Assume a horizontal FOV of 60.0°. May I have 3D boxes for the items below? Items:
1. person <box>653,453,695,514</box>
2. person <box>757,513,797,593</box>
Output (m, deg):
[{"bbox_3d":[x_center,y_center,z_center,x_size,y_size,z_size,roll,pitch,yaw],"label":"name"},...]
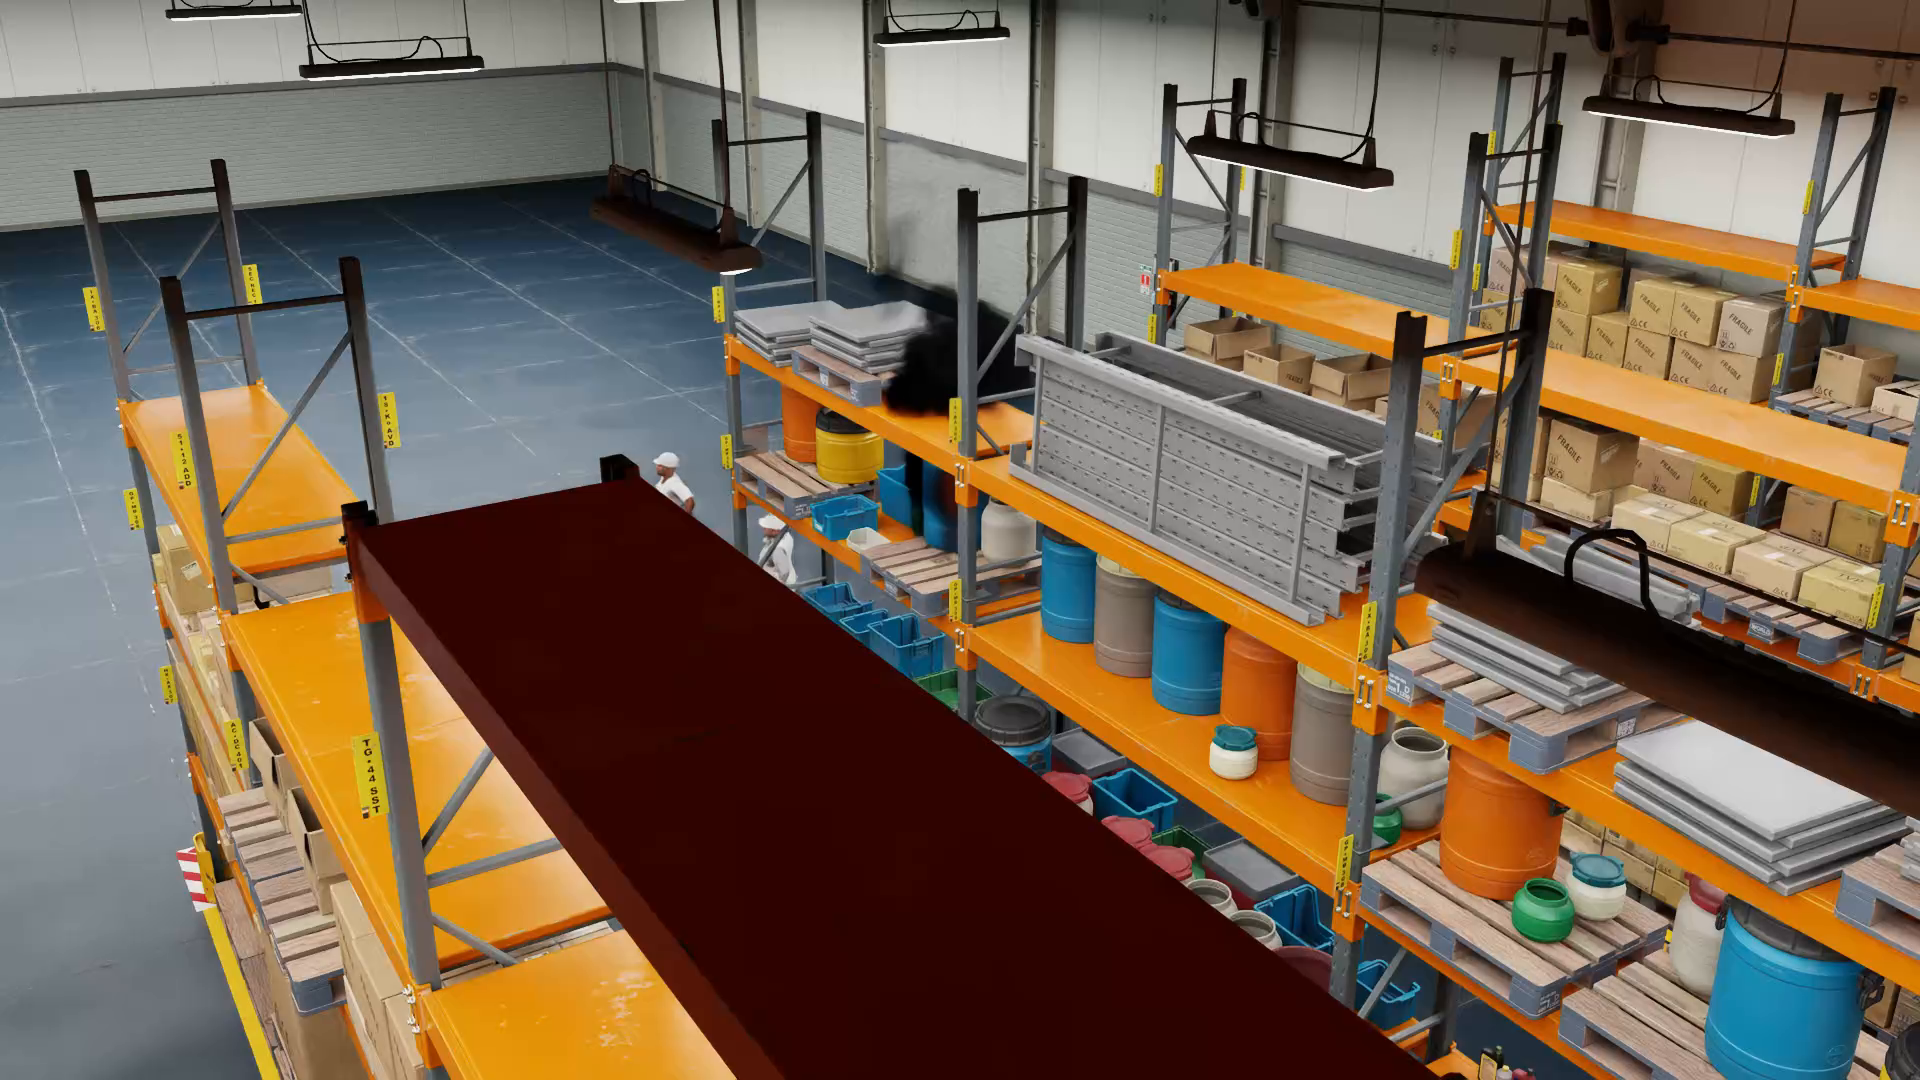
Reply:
[{"bbox_3d":[-3.376,-0.175,19.387,0.962,1.771,0.695,-4,22,-9],"label":"person"},{"bbox_3d":[-1.975,0.500,17.716,0.878,1.762,0.713,4,22,11],"label":"person"}]
